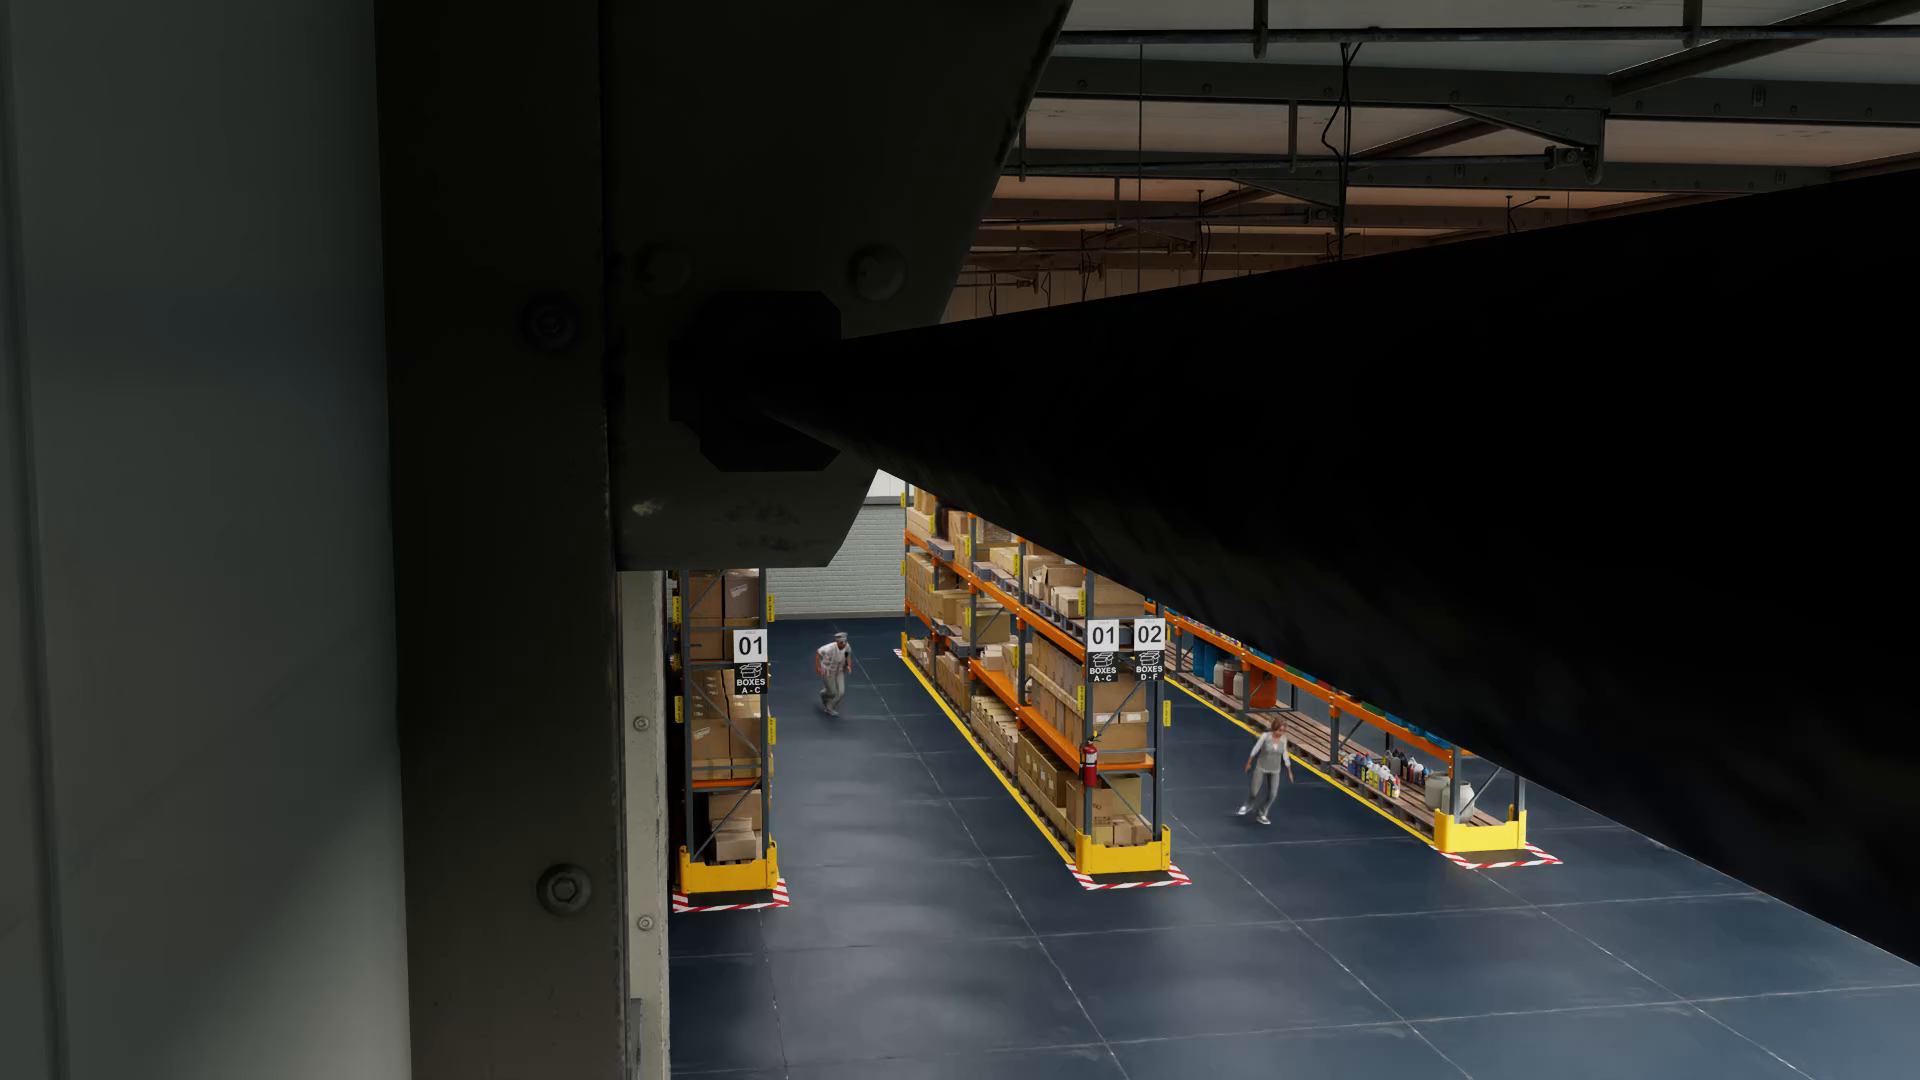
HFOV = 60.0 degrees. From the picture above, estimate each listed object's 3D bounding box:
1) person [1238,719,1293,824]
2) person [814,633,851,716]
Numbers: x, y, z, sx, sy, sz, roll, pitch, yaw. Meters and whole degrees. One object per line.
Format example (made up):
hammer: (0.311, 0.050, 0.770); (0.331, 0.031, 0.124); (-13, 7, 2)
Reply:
person: (4.238, 3.192, 23.027); (0.677, 1.504, 0.601); (-1, 6, -7)
person: (-2.329, 2.436, 30.227); (0.688, 1.572, 0.864); (-4, 7, -32)
